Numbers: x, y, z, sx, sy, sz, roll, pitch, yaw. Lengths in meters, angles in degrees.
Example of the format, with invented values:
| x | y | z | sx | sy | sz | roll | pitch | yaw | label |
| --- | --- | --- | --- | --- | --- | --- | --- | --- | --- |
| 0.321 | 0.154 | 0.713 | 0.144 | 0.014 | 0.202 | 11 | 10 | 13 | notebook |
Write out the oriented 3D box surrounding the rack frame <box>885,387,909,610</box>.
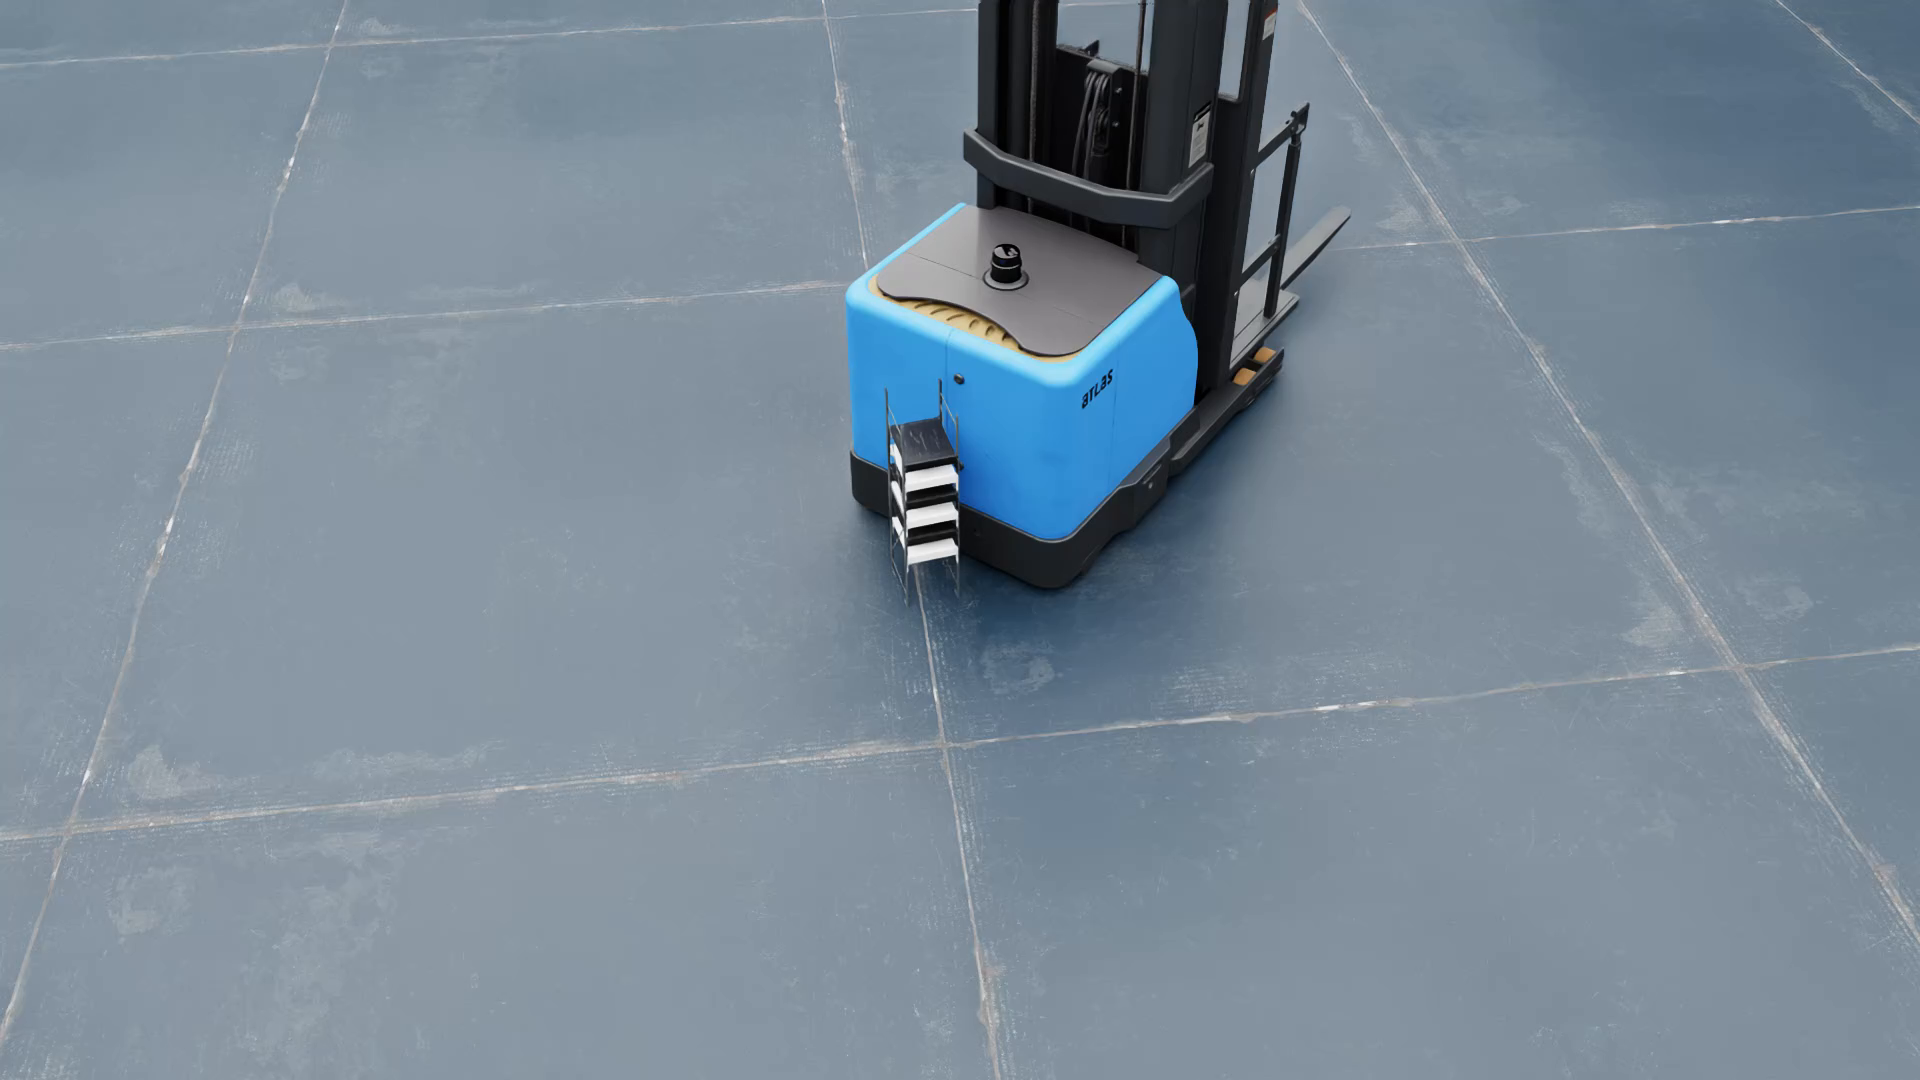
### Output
| x | y | z | sx | sy | sz | roll | pitch | yaw | label |
| --- | --- | --- | --- | --- | --- | --- | --- | --- | --- |
| -0.236 | -0.141 | 6.235 | 0.006 | 0.900 | 0.240 | -11 | 43 | -12 | rack frame |

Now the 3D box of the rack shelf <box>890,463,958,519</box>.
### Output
| x | y | z | sx | sy | sz | roll | pitch | yaw | label |
| --- | --- | --- | --- | --- | --- | --- | --- | --- | --- |
| -0.138 | -0.203 | 6.219 | 0.200 | 0.077 | 0.258 | -11 | 43 | -12 | rack shelf |

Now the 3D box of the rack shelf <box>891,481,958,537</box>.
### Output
| x | y | z | sx | sy | sz | roll | pitch | yaw | label |
| --- | --- | --- | --- | --- | --- | --- | --- | --- | --- |
| -0.138 | -0.136 | 6.279 | 0.200 | 0.077 | 0.258 | -11 | 43 | -12 | rack shelf |

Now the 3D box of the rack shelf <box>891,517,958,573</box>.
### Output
| x | y | z | sx | sy | sz | roll | pitch | yaw | label |
| --- | --- | --- | --- | --- | --- | --- | --- | --- | --- |
| -0.138 | -0.003 | 6.400 | 0.200 | 0.077 | 0.258 | -11 | 43 | -12 | rack shelf |

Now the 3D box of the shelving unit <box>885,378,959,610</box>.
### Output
| x | y | z | sx | sy | sz | roll | pitch | yaw | label |
| --- | --- | --- | --- | --- | --- | --- | --- | --- | --- |
| -0.138 | -0.161 | 6.257 | 0.210 | 0.900 | 0.258 | -11 | 43 | -12 | shelving unit |

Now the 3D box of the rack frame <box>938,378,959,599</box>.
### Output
| x | y | z | sx | sy | sz | roll | pitch | yaw | label |
| --- | --- | --- | --- | --- | --- | --- | --- | --- | --- |
| -0.041 | -0.181 | 6.279 | 0.006 | 0.900 | 0.240 | -11 | 43 | -12 | rack frame |

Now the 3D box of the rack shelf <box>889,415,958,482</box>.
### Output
| x | y | z | sx | sy | sz | roll | pitch | yaw | label |
| --- | --- | --- | --- | --- | --- | --- | --- | --- | --- |
| -0.138 | -0.337 | 6.098 | 0.200 | 0.077 | 0.258 | -11 | 43 | -12 | rack shelf |

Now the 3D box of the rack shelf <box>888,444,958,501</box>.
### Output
| x | y | z | sx | sy | sz | roll | pitch | yaw | label |
| --- | --- | --- | --- | --- | --- | --- | --- | --- | --- |
| -0.138 | -0.270 | 6.159 | 0.200 | 0.077 | 0.258 | -11 | 43 | -12 | rack shelf |

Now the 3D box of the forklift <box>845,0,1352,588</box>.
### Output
| x | y | z | sx | sy | sz | roll | pitch | yaw | label |
| --- | --- | --- | --- | --- | --- | --- | --- | --- | --- |
| 0.805 | -1.853 | 6.616 | 1.130 | 2.935 | 3.031 | 25 | 48 | 25 | forklift |

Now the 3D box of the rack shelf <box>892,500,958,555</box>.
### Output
| x | y | z | sx | sy | sz | roll | pitch | yaw | label |
| --- | --- | --- | --- | --- | --- | --- | --- | --- | --- |
| -0.138 | -0.070 | 6.339 | 0.200 | 0.077 | 0.258 | -11 | 43 | -12 | rack shelf |
